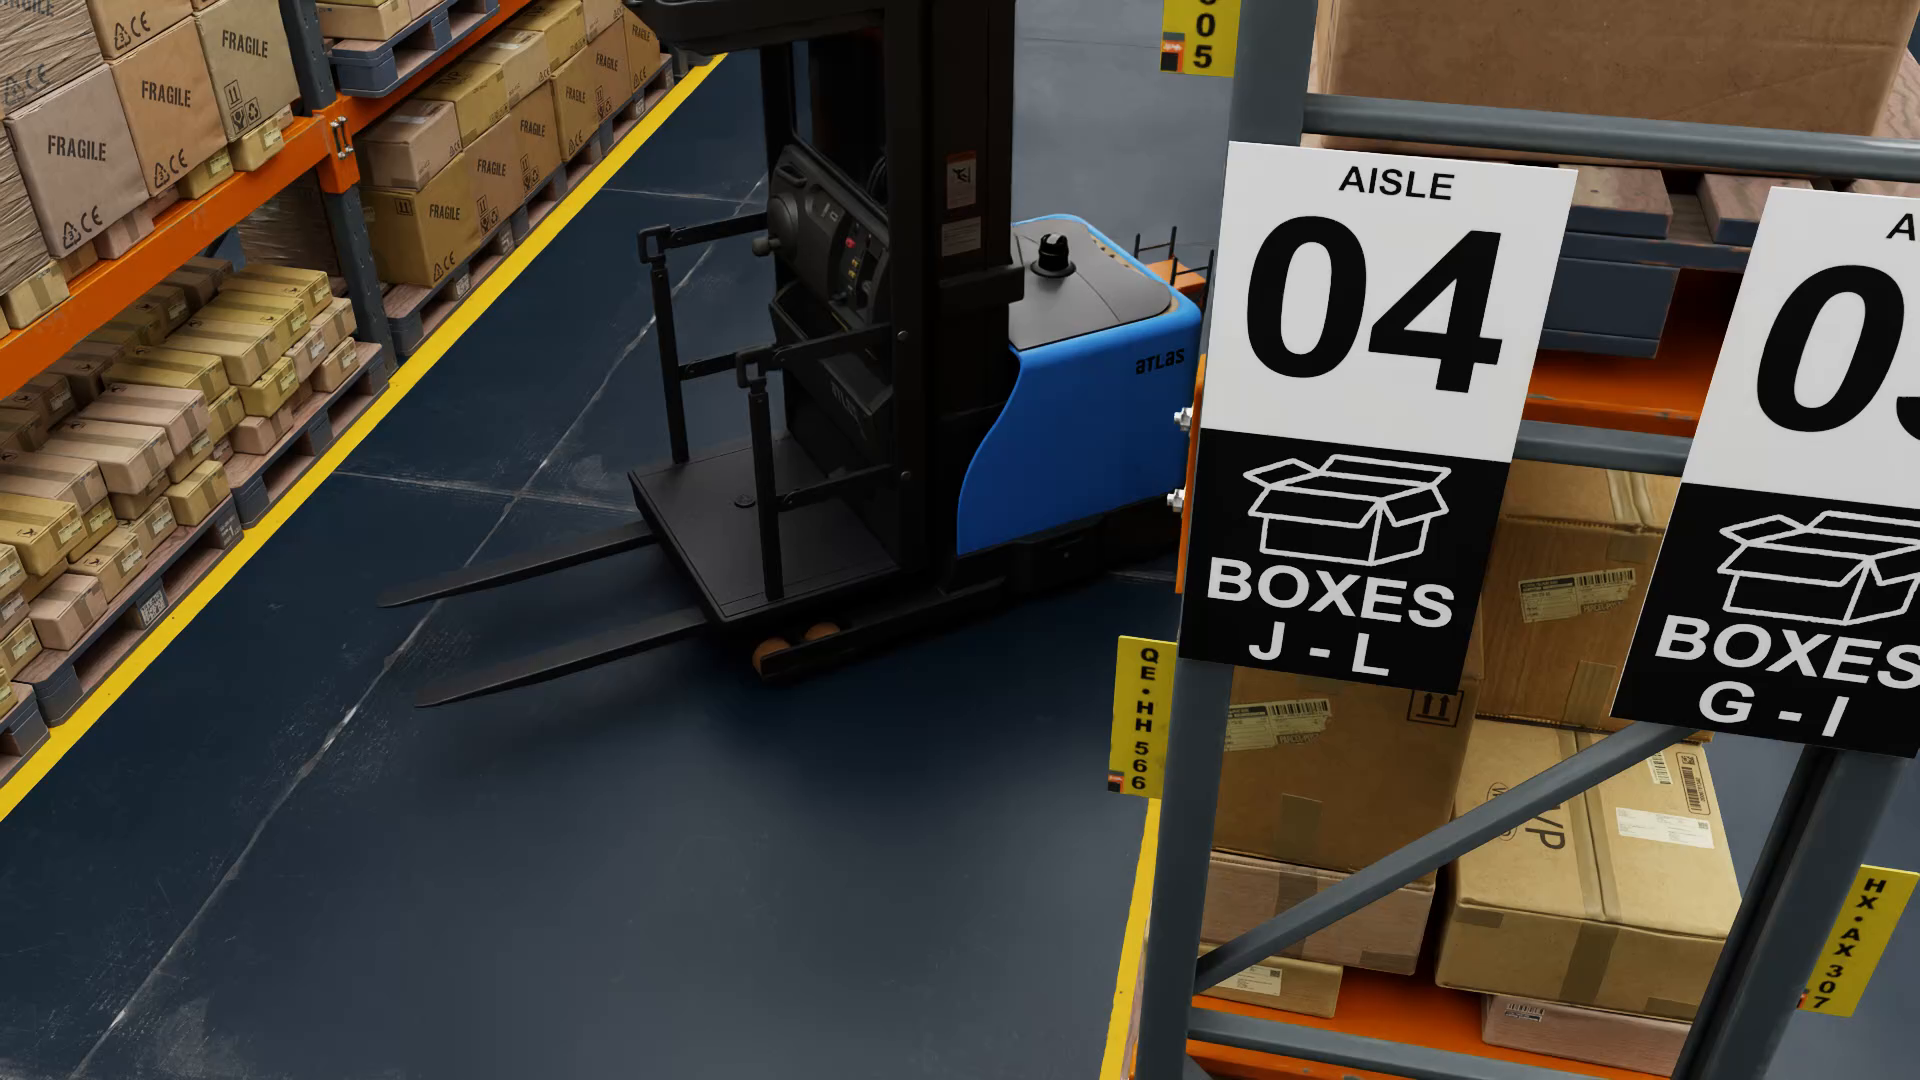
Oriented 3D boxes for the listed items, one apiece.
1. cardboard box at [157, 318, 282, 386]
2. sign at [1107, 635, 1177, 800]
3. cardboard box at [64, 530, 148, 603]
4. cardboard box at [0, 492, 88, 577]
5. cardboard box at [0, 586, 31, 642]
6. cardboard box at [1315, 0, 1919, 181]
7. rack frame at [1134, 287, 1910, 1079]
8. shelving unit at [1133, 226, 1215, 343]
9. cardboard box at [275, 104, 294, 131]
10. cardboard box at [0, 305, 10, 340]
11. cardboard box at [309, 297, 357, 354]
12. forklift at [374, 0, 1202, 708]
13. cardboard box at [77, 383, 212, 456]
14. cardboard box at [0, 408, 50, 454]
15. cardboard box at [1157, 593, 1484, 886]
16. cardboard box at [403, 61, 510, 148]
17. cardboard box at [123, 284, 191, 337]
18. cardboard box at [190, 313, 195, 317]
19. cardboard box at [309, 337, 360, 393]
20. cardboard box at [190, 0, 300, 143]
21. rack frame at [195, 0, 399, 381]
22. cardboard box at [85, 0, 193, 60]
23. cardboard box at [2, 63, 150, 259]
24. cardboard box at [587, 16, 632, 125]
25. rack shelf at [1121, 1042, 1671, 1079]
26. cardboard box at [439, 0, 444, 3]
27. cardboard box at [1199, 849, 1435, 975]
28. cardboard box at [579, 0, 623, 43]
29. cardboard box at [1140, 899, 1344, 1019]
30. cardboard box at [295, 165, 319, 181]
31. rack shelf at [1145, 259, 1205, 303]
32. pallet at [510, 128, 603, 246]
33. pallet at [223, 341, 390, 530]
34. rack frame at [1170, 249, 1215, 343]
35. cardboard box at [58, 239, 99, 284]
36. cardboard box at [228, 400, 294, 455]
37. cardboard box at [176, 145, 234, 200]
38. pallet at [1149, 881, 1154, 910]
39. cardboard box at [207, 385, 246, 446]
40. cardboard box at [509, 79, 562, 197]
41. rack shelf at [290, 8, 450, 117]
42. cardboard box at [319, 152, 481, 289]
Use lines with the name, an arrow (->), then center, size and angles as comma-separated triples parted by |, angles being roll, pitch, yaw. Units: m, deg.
cardboard box -> -3.036, -0.773, 6.825 | 0.380, 0.149, 0.250 | 7, 37, 10
sign -> 0.290, 0.284, 2.614 | 0.100, 0.325, 0.005 | 7, 37, 10
cardboard box -> -3.265, 0.081, 6.154 | 0.380, 0.149, 0.250 | 7, 37, 10
cardboard box -> -3.301, -0.026, 5.795 | 0.380, 0.149, 0.250 | 8, 37, 11
cardboard box -> -3.440, 0.242, 5.678 | 0.380, 0.149, 0.250 | 6, 36, 8
cardboard box -> 0.876, -0.846, 2.277 | 0.700, 0.500, 0.500 | 5, 36, 7
rack frame -> 0.817, 0.925, 2.918 | 1.000, 3.000, 0.127 | 7, 37, 10
shelving unit -> 0.821, -0.745, 6.872 | 0.215, 1.050, 0.252 | -16, 39, -27
cardboard box -> -2.985, -1.753, 6.827 | 0.380, 0.149, 0.250 | 7, 37, 9
cardboard box -> -3.334, -0.699, 5.372 | 0.380, 0.149, 0.250 | 9, 37, 12
cardboard box -> -2.909, -0.964, 7.342 | 0.380, 0.149, 0.250 | 8, 37, 11
forklift -> -0.641, -1.022, 5.662 | 3.031, 2.935, 1.130 | -17, 39, -22
cardboard box -> -3.135, -0.467, 6.403 | 0.380, 0.149, 0.250 | 6, 36, 8
cardboard box -> -3.696, -0.377, 6.279 | 0.380, 0.149, 0.250 | 6, 36, 8
cardboard box -> 0.664, 0.249, 3.086 | 0.500, 0.500, 0.500 | 8, 37, 11
cardboard box -> -2.625, -2.206, 8.371 | 0.500, 0.250, 0.500 | 8, 37, 11
cardboard box -> -3.545, -0.983, 7.115 | 0.380, 0.149, 0.250 | 9, 37, 12
cardboard box -> -3.543, -1.017, 7.415 | 0.380, 0.149, 0.250 | 9, 37, 12
cardboard box -> -2.903, -0.796, 7.364 | 0.380, 0.149, 0.250 | 8, 37, 11
cardboard box -> -2.980, -1.896, 6.472 | 0.500, 0.500, 0.500 | 7, 37, 10
rack frame -> -3.152, -2.048, 7.020 | 1.000, 3.000, 0.127 | 7, 37, 10
cardboard box -> -3.094, -2.014, 5.781 | 0.500, 0.500, 0.500 | 6, 36, 8
cardboard box -> -3.199, -1.314, 5.668 | 0.500, 0.500, 0.500 | 7, 37, 10
cardboard box -> -2.298, -2.792, 9.819 | 0.500, 0.500, 0.500 | 9, 37, 12
rack shelf -> 1.244, 0.069, 4.711 | 1.077, 0.370, 4.000 | 7, 37, 10
cardboard box -> -2.508, -2.587, 7.620 | 0.380, 0.149, 0.250 | 8, 37, 10
cardboard box -> 0.661, 0.554, 3.304 | 0.500, 0.250, 0.500 | 7, 36, 9
cardboard box -> -2.285, -3.087, 9.587 | 0.500, 0.250, 0.500 | 8, 37, 11
cardboard box -> 0.571, 0.781, 3.331 | 0.380, 0.149, 0.250 | 8, 37, 11
cardboard box -> -3.240, -1.968, 8.043 | 0.500, 0.250, 0.500 | 6, 36, 9
rack shelf -> 0.841, -1.028, 6.681 | 0.184, 0.087, 0.229 | -16, 39, -27
pallet -> -2.729, -2.067, 9.422 | 1.003, 0.211, 1.213 | 7, 37, 10
pallet -> -3.261, -0.530, 7.301 | 1.003, 0.211, 1.213 | 7, 37, 10
rack frame -> 0.885, -0.684, 6.787 | 0.200, 1.050, 0.008 | -16, 39, -27
cardboard box -> -3.263, -1.003, 5.792 | 0.380, 0.149, 0.250 | 7, 36, 9
cardboard box -> -3.034, -0.498, 6.953 | 0.380, 0.149, 0.250 | 6, 36, 8
cardboard box -> -3.049, -1.446, 6.404 | 0.380, 0.149, 0.250 | 9, 37, 12
pallet -> 1.174, 0.888, 5.345 | 1.003, 0.211, 1.213 | 7, 37, 10
cardboard box -> -3.144, -0.520, 6.729 | 0.380, 0.149, 0.250 | 8, 37, 10
cardboard box -> -2.525, -2.202, 9.004 | 0.500, 0.500, 0.500 | 8, 37, 11
rack shelf -> -2.725, -2.983, 8.756 | 0.919, 0.124, 3.809 | 7, 37, 10
cardboard box -> -2.736, -1.597, 8.169 | 0.500, 0.500, 0.500 | 9, 37, 12
